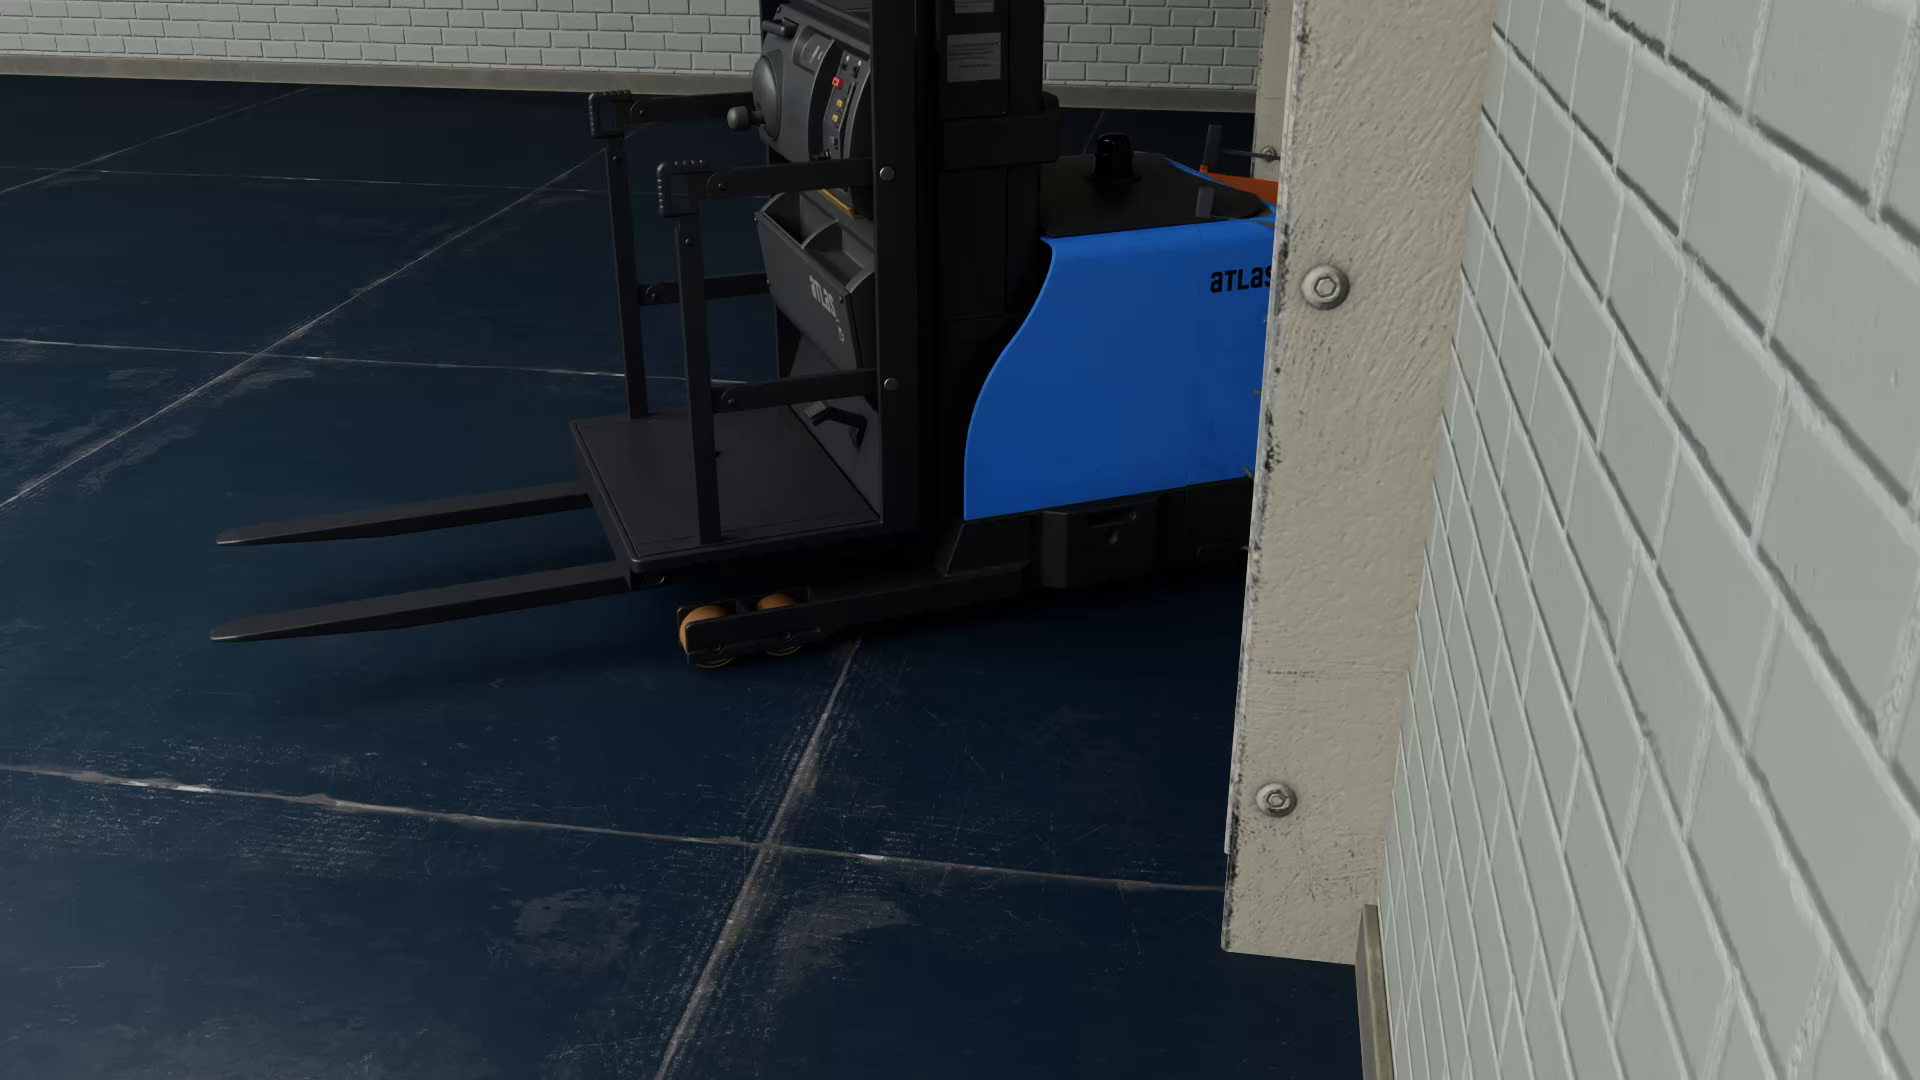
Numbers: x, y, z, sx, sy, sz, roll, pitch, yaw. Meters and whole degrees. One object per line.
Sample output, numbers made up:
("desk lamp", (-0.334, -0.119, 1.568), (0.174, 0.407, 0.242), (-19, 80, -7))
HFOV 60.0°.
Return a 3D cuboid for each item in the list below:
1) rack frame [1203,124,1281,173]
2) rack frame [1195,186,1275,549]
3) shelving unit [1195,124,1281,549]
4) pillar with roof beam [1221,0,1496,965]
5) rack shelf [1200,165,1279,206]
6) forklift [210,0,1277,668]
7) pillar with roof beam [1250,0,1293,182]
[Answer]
("rack frame", (1.017, -0.830, 5.728), (0.500, 1.125, 0.032), (9, 25, 6))
("rack frame", (0.852, -0.429, 4.808), (0.500, 1.125, 0.032), (9, 25, 6))
("shelving unit", (0.935, -0.630, 5.268), (0.538, 1.125, 1.048), (9, 25, 6))
("pillar with roof beam", (-3.522, -3.598, 2.321), (9.100, 9.000, 0.400), (4, 25, 9))
("rack shelf", (0.964, -0.894, 5.147), (0.538, 0.278, 1.000), (9, 25, 6))
("forklift", (-0.589, -1.233, 4.427), (3.031, 2.935, 1.130), (-9, 27, -19))
("pillar with roof beam", (-2.542, -6.107, 7.682), (9.100, 9.000, 0.400), (4, 25, 9))
